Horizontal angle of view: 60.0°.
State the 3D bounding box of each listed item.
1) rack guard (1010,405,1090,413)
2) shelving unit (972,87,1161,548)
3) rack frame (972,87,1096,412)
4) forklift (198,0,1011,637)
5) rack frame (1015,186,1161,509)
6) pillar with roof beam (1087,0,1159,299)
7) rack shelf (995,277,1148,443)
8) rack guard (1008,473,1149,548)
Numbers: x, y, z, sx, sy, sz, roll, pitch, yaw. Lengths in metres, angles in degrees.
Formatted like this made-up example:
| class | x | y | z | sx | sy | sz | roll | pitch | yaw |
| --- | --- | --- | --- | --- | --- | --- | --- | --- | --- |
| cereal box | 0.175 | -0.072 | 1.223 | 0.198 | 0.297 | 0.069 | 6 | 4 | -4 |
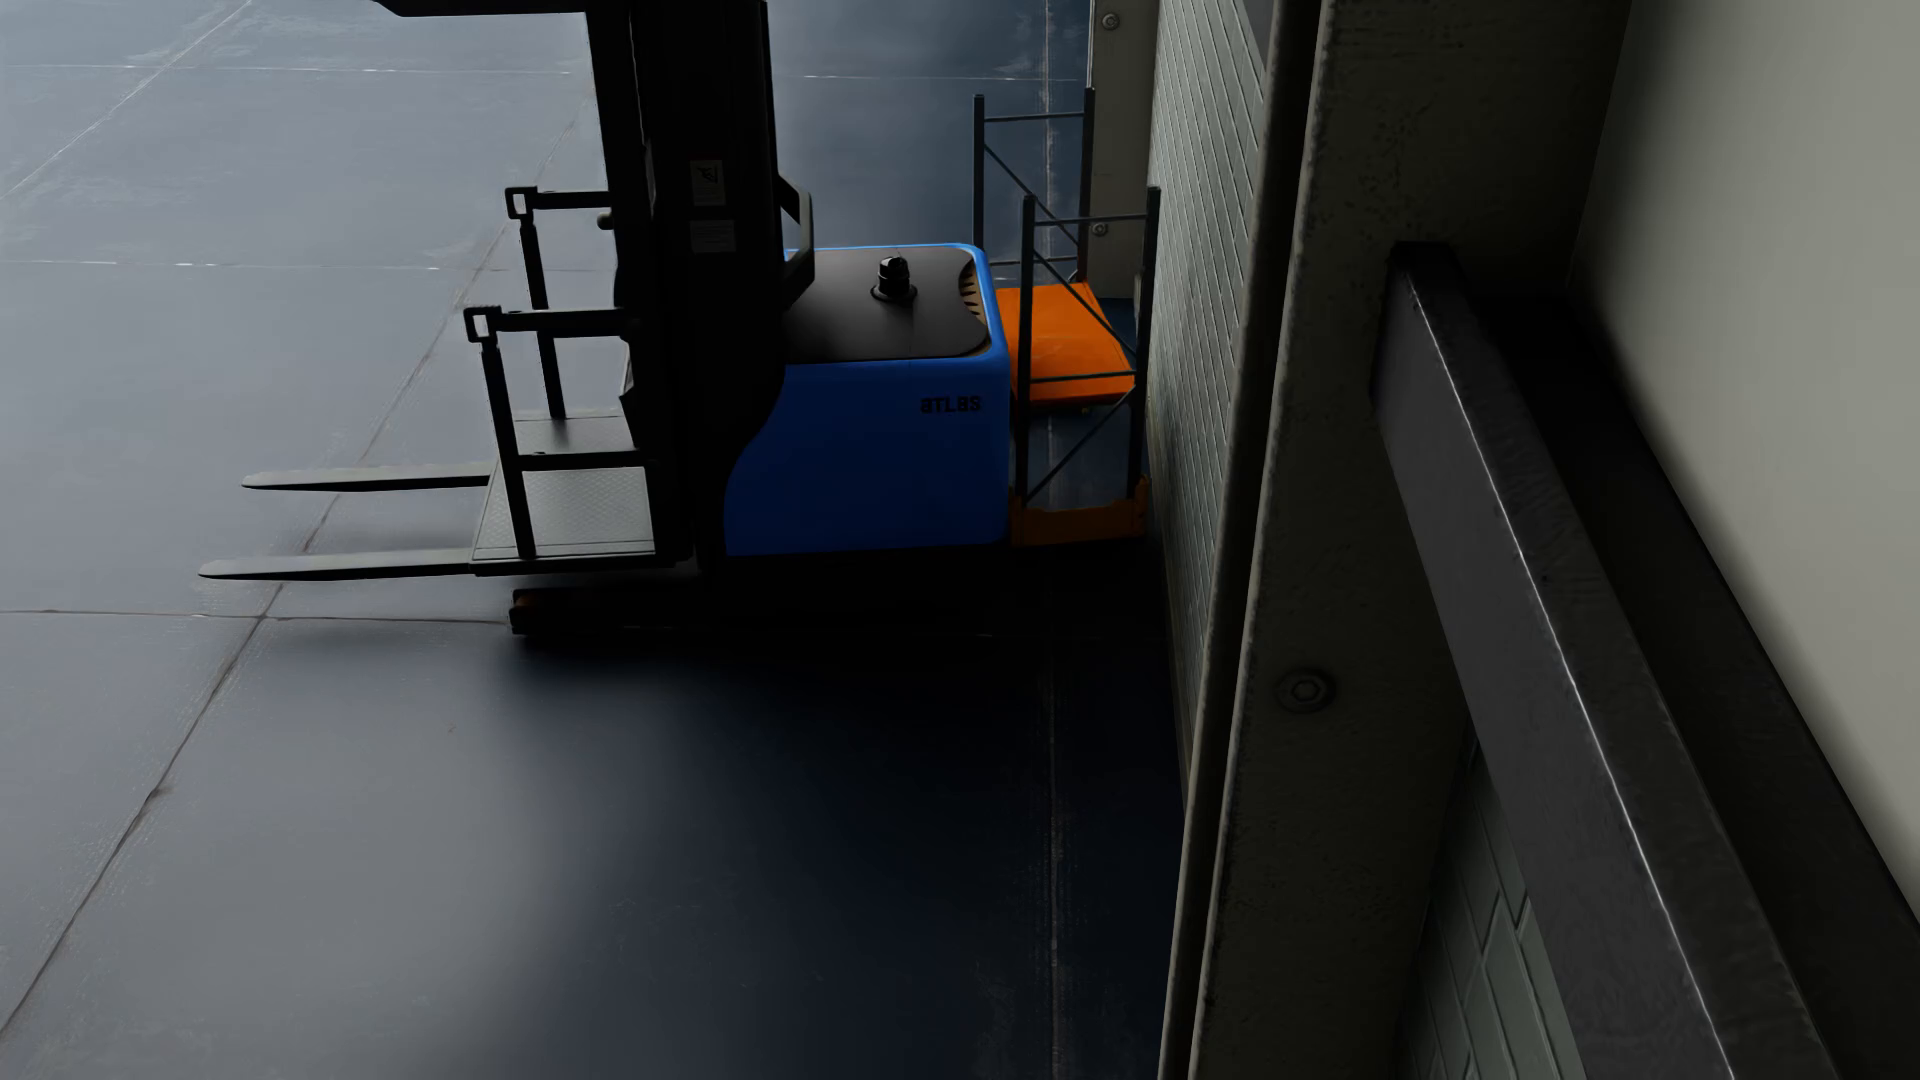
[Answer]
| class | x | y | z | sx | sy | sz | roll | pitch | yaw |
| --- | --- | --- | --- | --- | --- | --- | --- | --- | --- |
| rack guard | 0.301 | -0.683 | 7.504 | 0.587 | 0.250 | 0.087 | -5 | 35 | -8 |
| shelving unit | 0.383 | -0.912 | 6.743 | 0.587 | 1.500 | 1.083 | -5 | 35 | -8 |
| rack frame | 0.301 | -1.195 | 7.146 | 0.500 | 1.500 | 0.032 | -5 | 35 | -8 |
| forklift | -1.354 | -1.153 | 5.841 | 3.031 | 2.935 | 1.130 | -3 | 35 | -4 |
| rack frame | 0.467 | -0.618 | 6.325 | 0.500 | 1.500 | 0.032 | -5 | 35 | -8 |
| pillar with roof beam | -3.523 | -5.134 | 6.229 | 9.100 | 9.000 | 0.400 | 1 | 35 | 2 |
| rack shelf | 0.384 | -0.759 | 6.839 | 0.538 | 0.185 | 1.000 | -5 | 35 | -8 |
| rack guard | 0.464 | -0.118 | 6.700 | 0.587 | 0.250 | 0.087 | -5 | 35 | -8 |
